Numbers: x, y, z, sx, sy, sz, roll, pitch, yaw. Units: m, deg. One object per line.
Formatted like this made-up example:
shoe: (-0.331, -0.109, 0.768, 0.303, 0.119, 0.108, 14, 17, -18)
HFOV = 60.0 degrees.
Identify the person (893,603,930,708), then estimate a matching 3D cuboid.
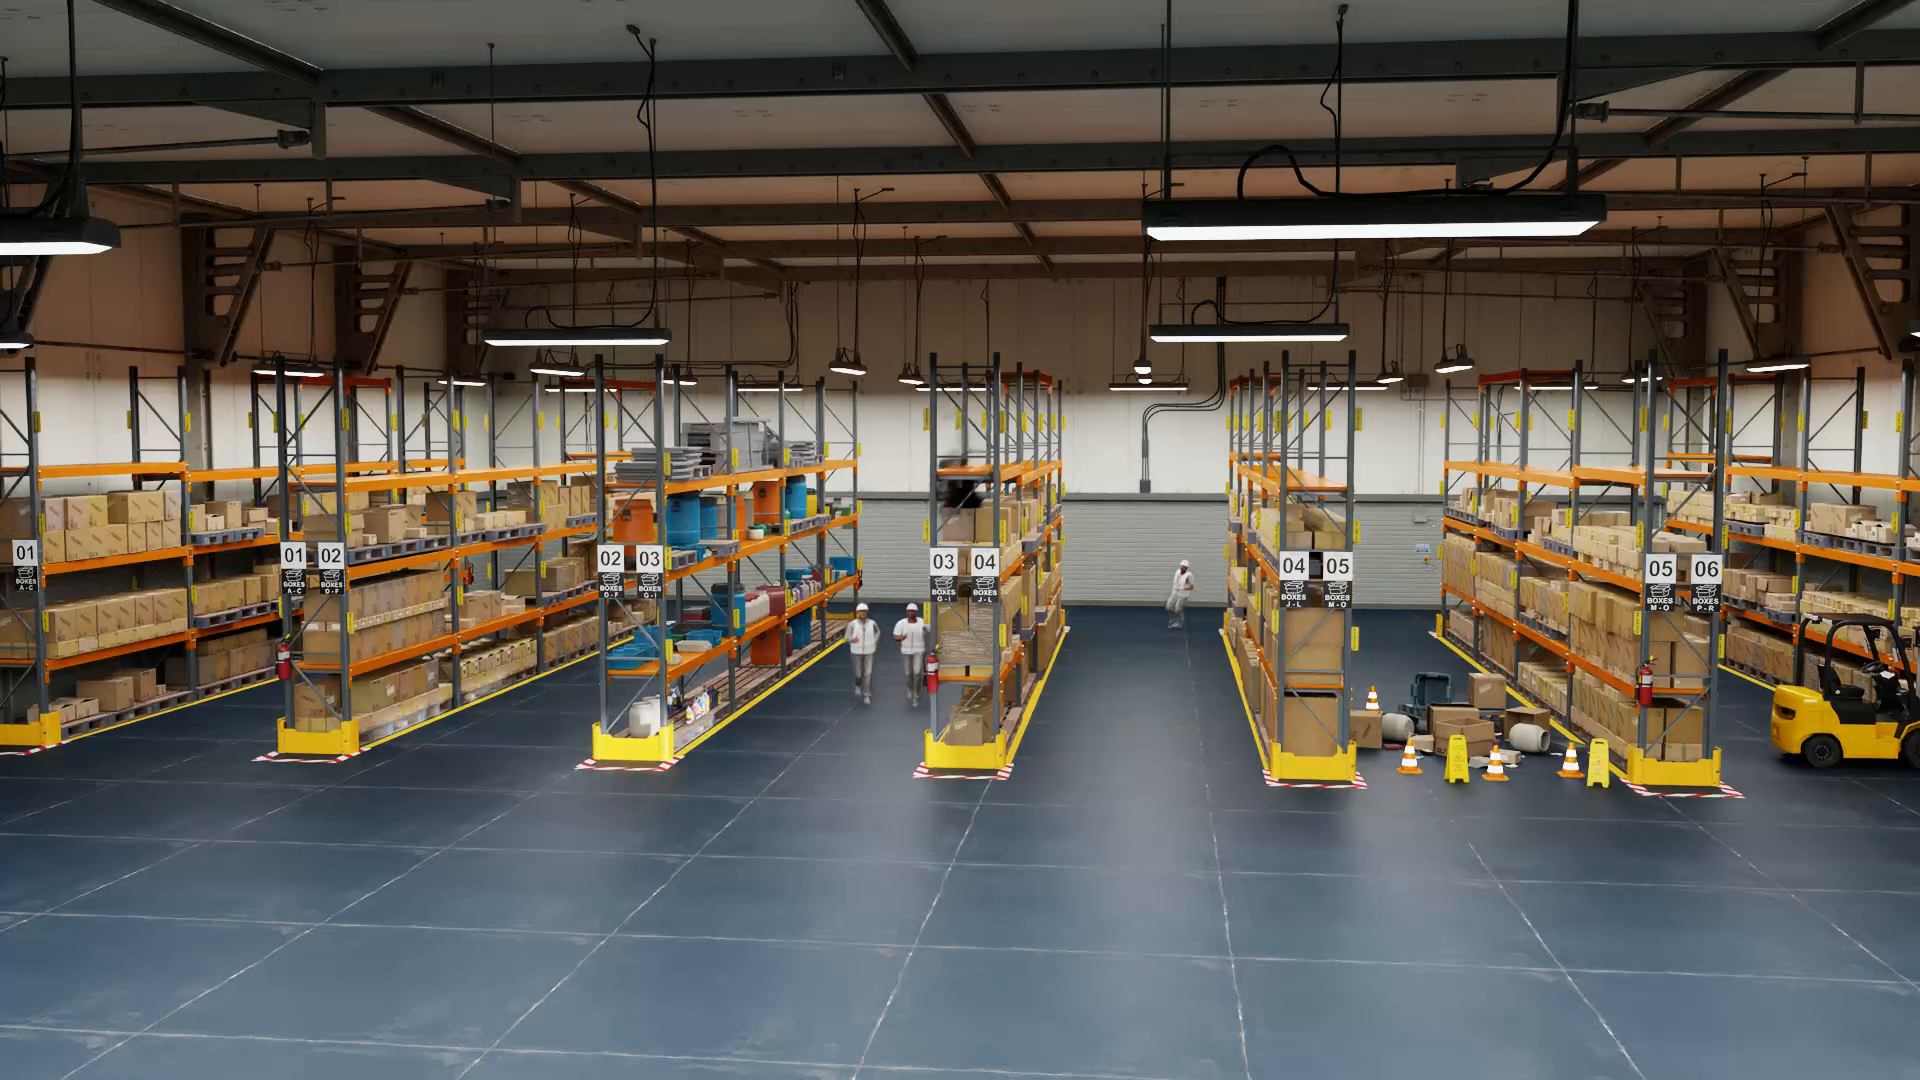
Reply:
person: (-0.837, 2.025, 29.511, 0.677, 1.821, 0.807, 0, 4, 6)

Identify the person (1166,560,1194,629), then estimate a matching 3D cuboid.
person: (5.299, 1.326, 40.091, 0.582, 1.718, 0.828, -4, 5, -42)

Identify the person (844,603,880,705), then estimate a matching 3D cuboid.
person: (-1.721, 1.995, 29.530, 0.663, 1.744, 0.990, -1, 4, -9)
